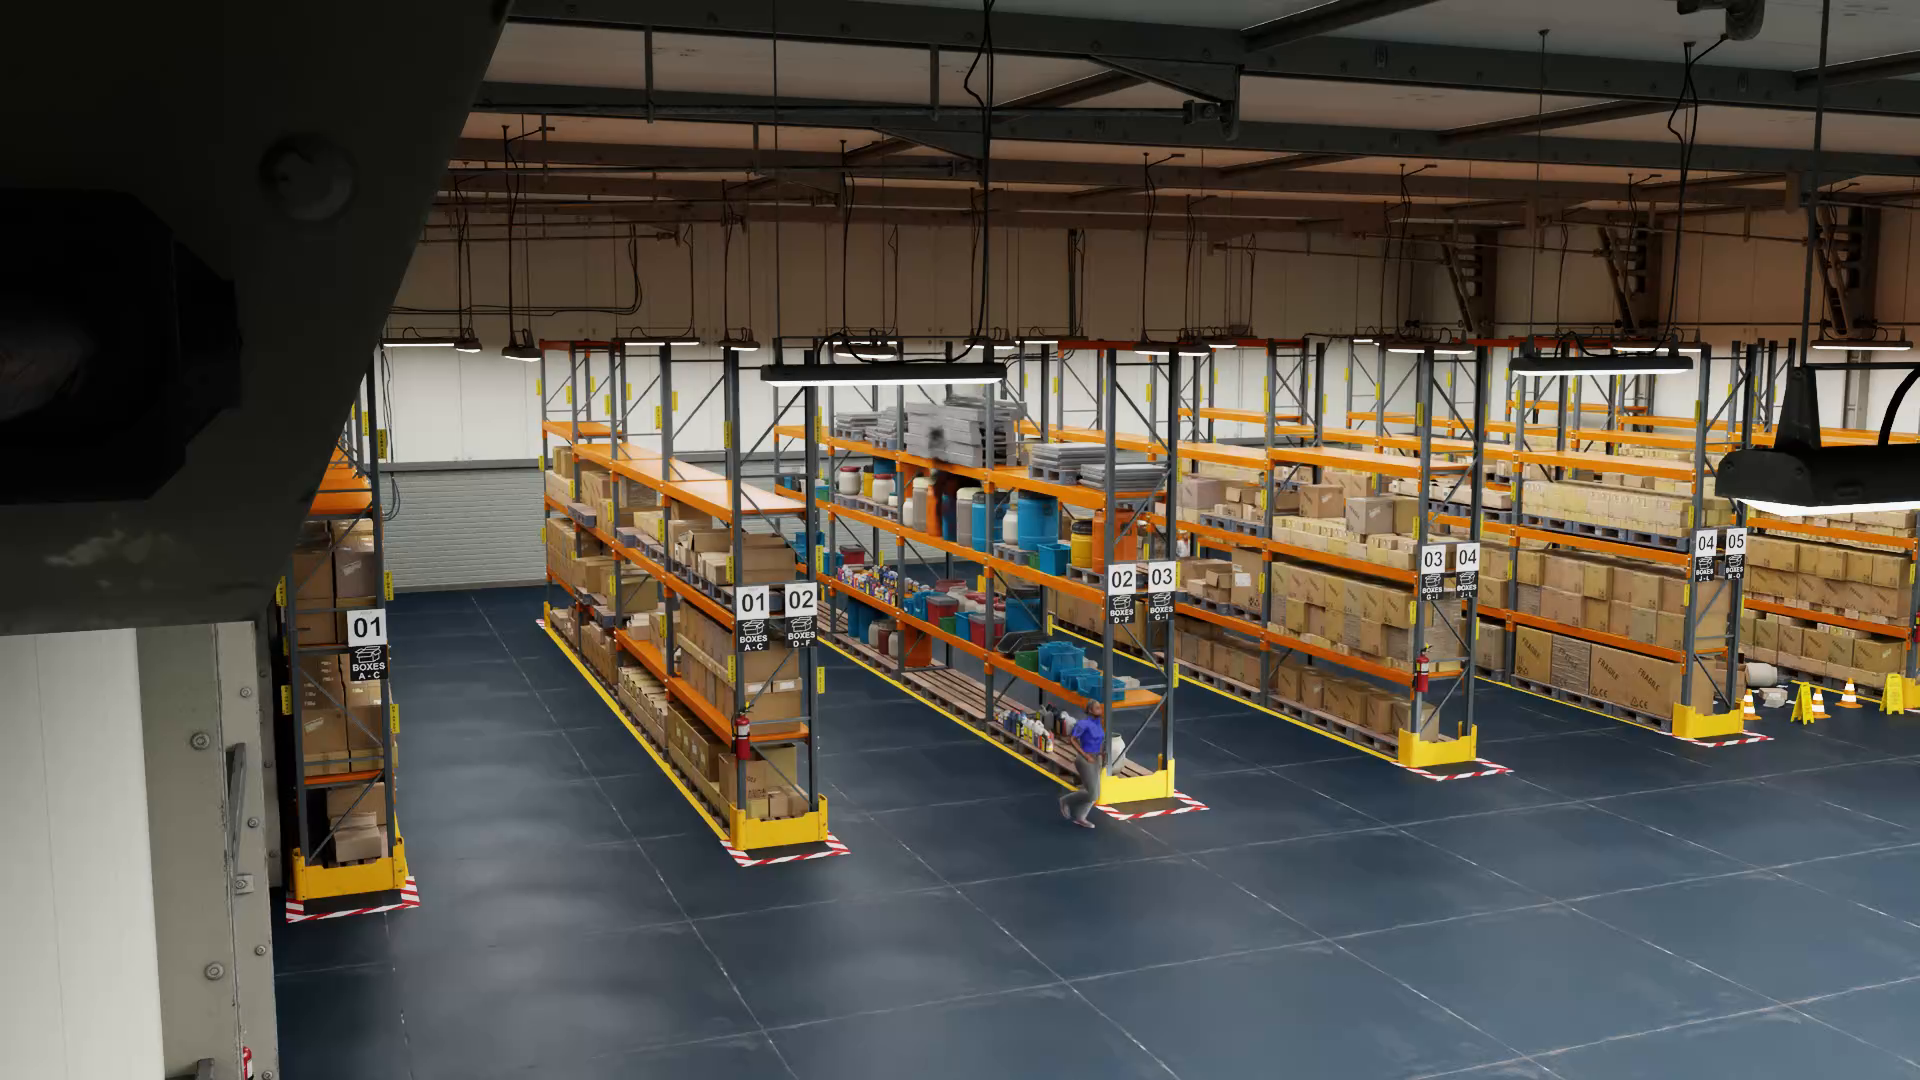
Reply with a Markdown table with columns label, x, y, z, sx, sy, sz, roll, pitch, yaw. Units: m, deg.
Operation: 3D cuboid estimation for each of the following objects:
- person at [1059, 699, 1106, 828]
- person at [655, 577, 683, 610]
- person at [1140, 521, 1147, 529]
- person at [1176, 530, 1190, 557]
| label | x | y | z | sx | sy | sz | roll | pitch | yaw |
| --- | --- | --- | --- | --- | --- | --- | --- | --- | --- |
| person | 1.602 | 2.819 | 21.111 | 0.533 | 1.598 | 0.587 | 5 | 9 | 32 |
| person | -6.134 | 0.982 | 35.030 | 0.600 | 1.595 | 0.529 | -5 | 9 | -32 |
| person | 4.258 | 0.404 | 39.055 | 0.737 | 1.722 | 0.525 | 0 | 7 | -3 |
| person | 5.096 | 0.586 | 37.371 | 0.675 | 1.733 | 0.821 | -2 | 8 | -16 |
